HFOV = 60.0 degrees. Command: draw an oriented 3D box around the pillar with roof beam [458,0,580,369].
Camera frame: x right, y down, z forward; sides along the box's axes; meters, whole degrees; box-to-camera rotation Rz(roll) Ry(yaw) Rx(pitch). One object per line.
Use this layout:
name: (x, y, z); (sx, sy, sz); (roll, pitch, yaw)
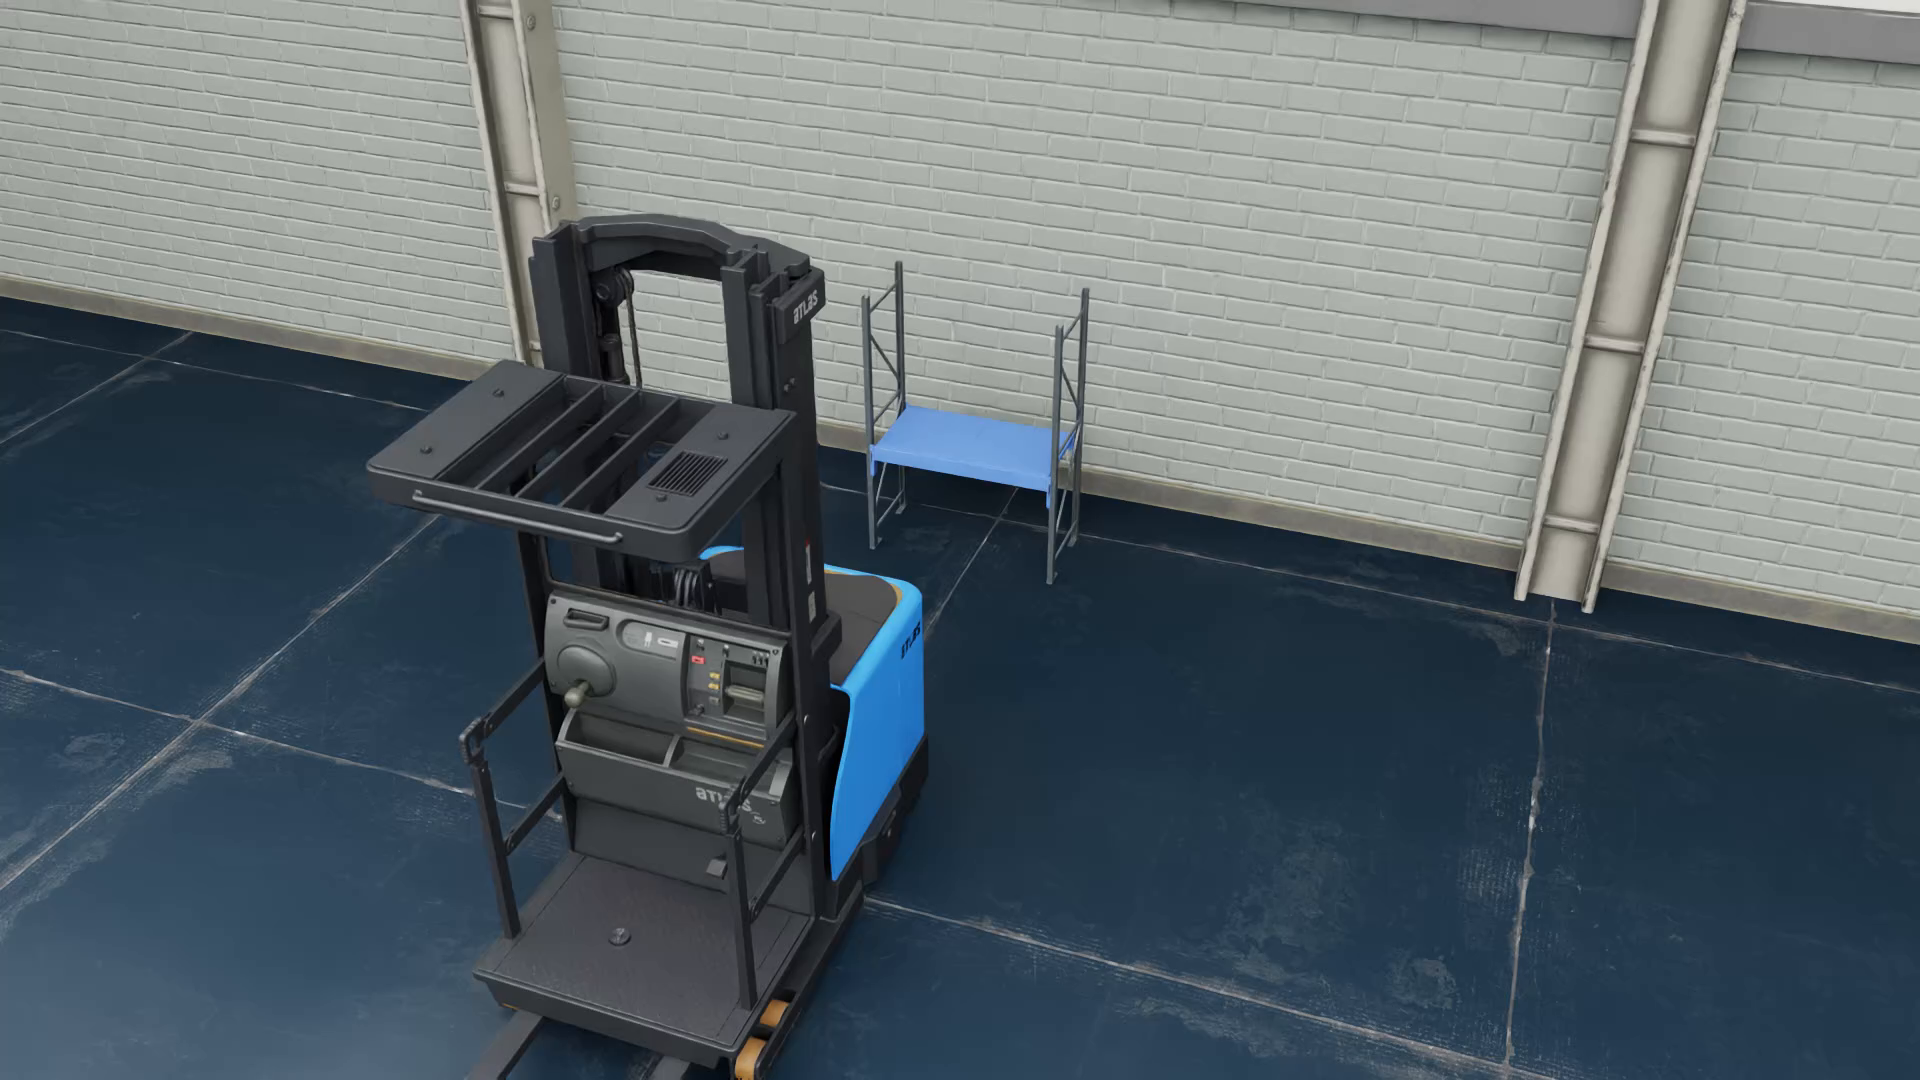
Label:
pillar with roof beam: (-3.952, -2.413, 4.659); (0.400, 9.000, 9.100); (11, 34, 16)

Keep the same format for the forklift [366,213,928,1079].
forklift: (-1.128, 0.512, 5.723); (1.130, 2.935, 3.031); (11, 35, 17)

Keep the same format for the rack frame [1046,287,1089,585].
rack frame: (0.559, -0.521, 8.643); (0.032, 1.500, 0.500); (11, 34, 16)

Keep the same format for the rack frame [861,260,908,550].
rack frame: (-0.398, -0.707, 8.931); (0.032, 1.500, 0.500); (11, 34, 16)

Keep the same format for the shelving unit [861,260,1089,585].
shelving unit: (0.080, -0.614, 8.787); (1.048, 1.500, 0.538); (11, 34, 16)

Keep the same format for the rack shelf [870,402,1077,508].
rack shelf: (0.080, -0.463, 8.885); (1.000, 0.185, 0.538); (11, 34, 16)

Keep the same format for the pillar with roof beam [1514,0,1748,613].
pillar with roof beam: (1.696, -1.315, 2.958); (0.400, 9.000, 9.100); (11, 34, 16)
